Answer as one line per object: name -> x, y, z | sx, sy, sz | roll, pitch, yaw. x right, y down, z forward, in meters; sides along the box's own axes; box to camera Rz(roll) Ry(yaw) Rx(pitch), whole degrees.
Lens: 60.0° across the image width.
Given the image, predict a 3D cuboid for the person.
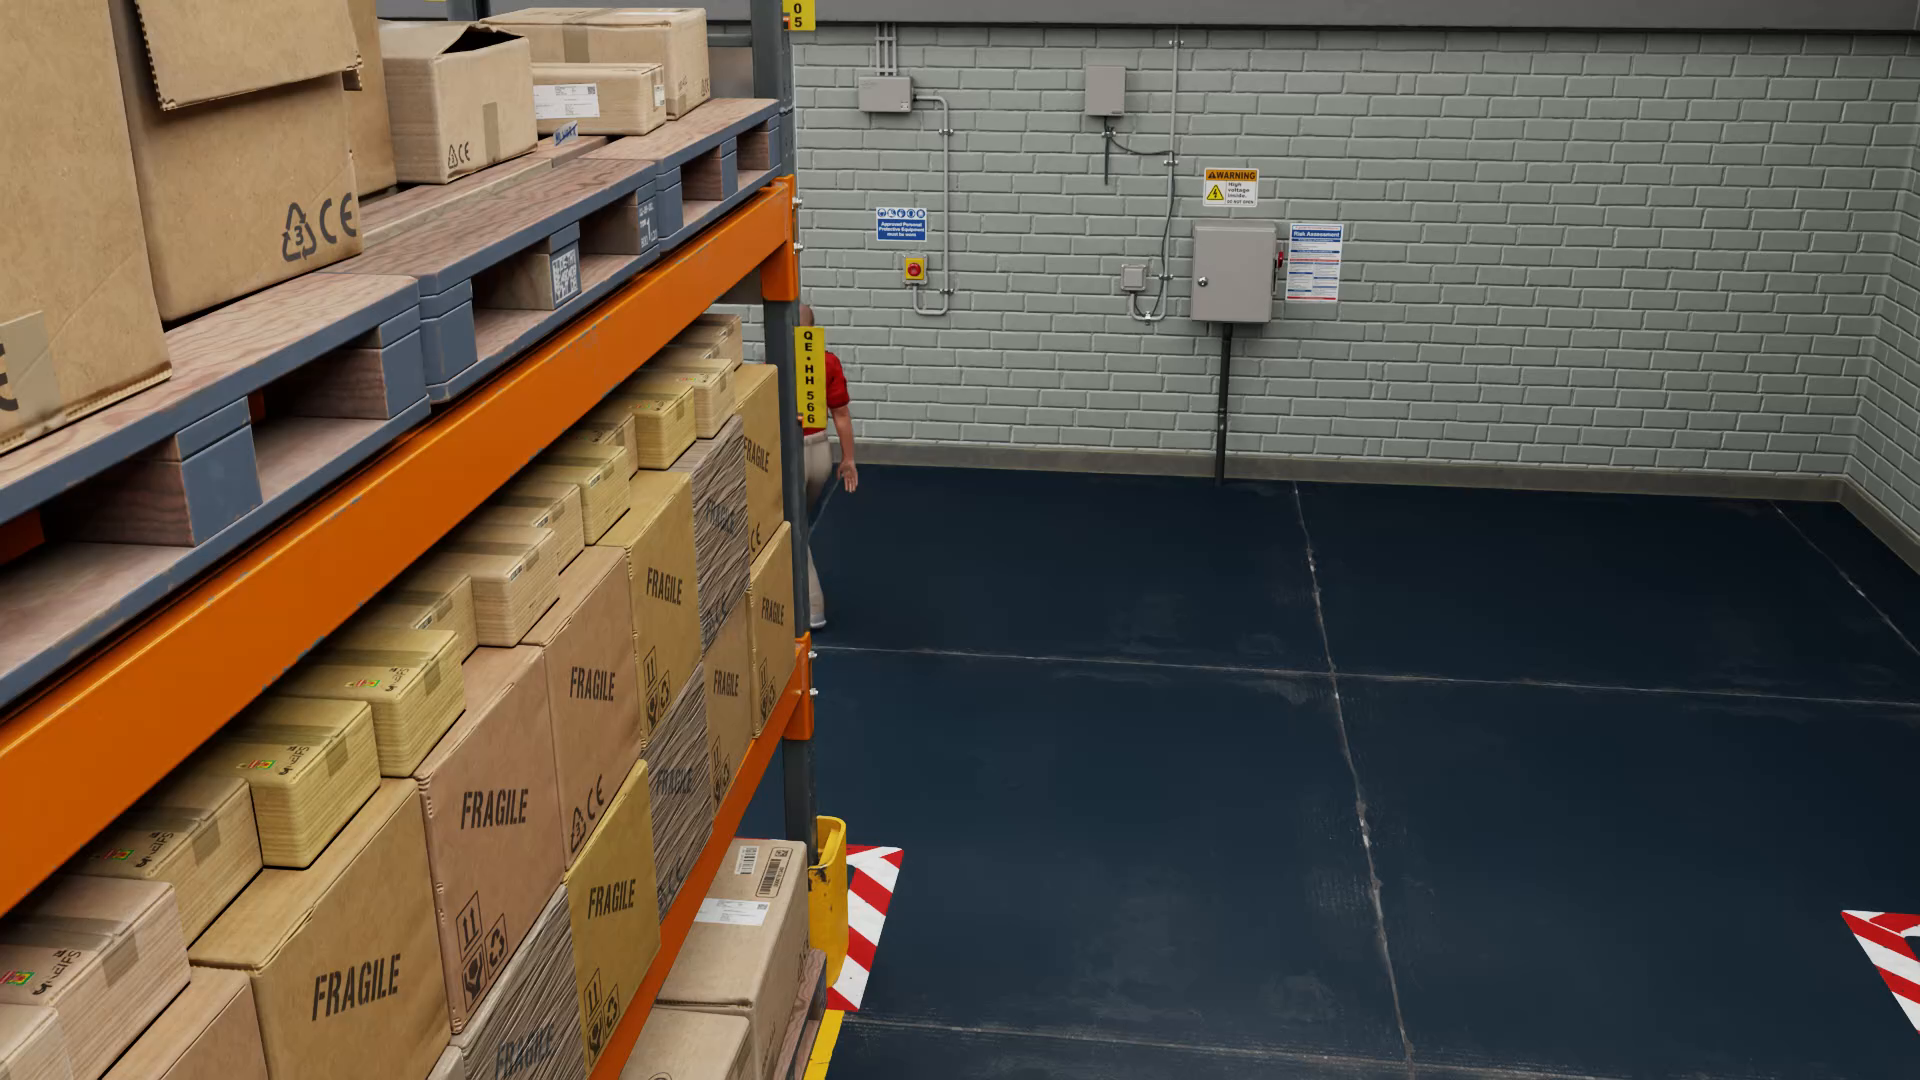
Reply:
person -> -0.967, -0.427, 8.696 | 0.779, 1.702, 0.594 | 20, 28, 41
